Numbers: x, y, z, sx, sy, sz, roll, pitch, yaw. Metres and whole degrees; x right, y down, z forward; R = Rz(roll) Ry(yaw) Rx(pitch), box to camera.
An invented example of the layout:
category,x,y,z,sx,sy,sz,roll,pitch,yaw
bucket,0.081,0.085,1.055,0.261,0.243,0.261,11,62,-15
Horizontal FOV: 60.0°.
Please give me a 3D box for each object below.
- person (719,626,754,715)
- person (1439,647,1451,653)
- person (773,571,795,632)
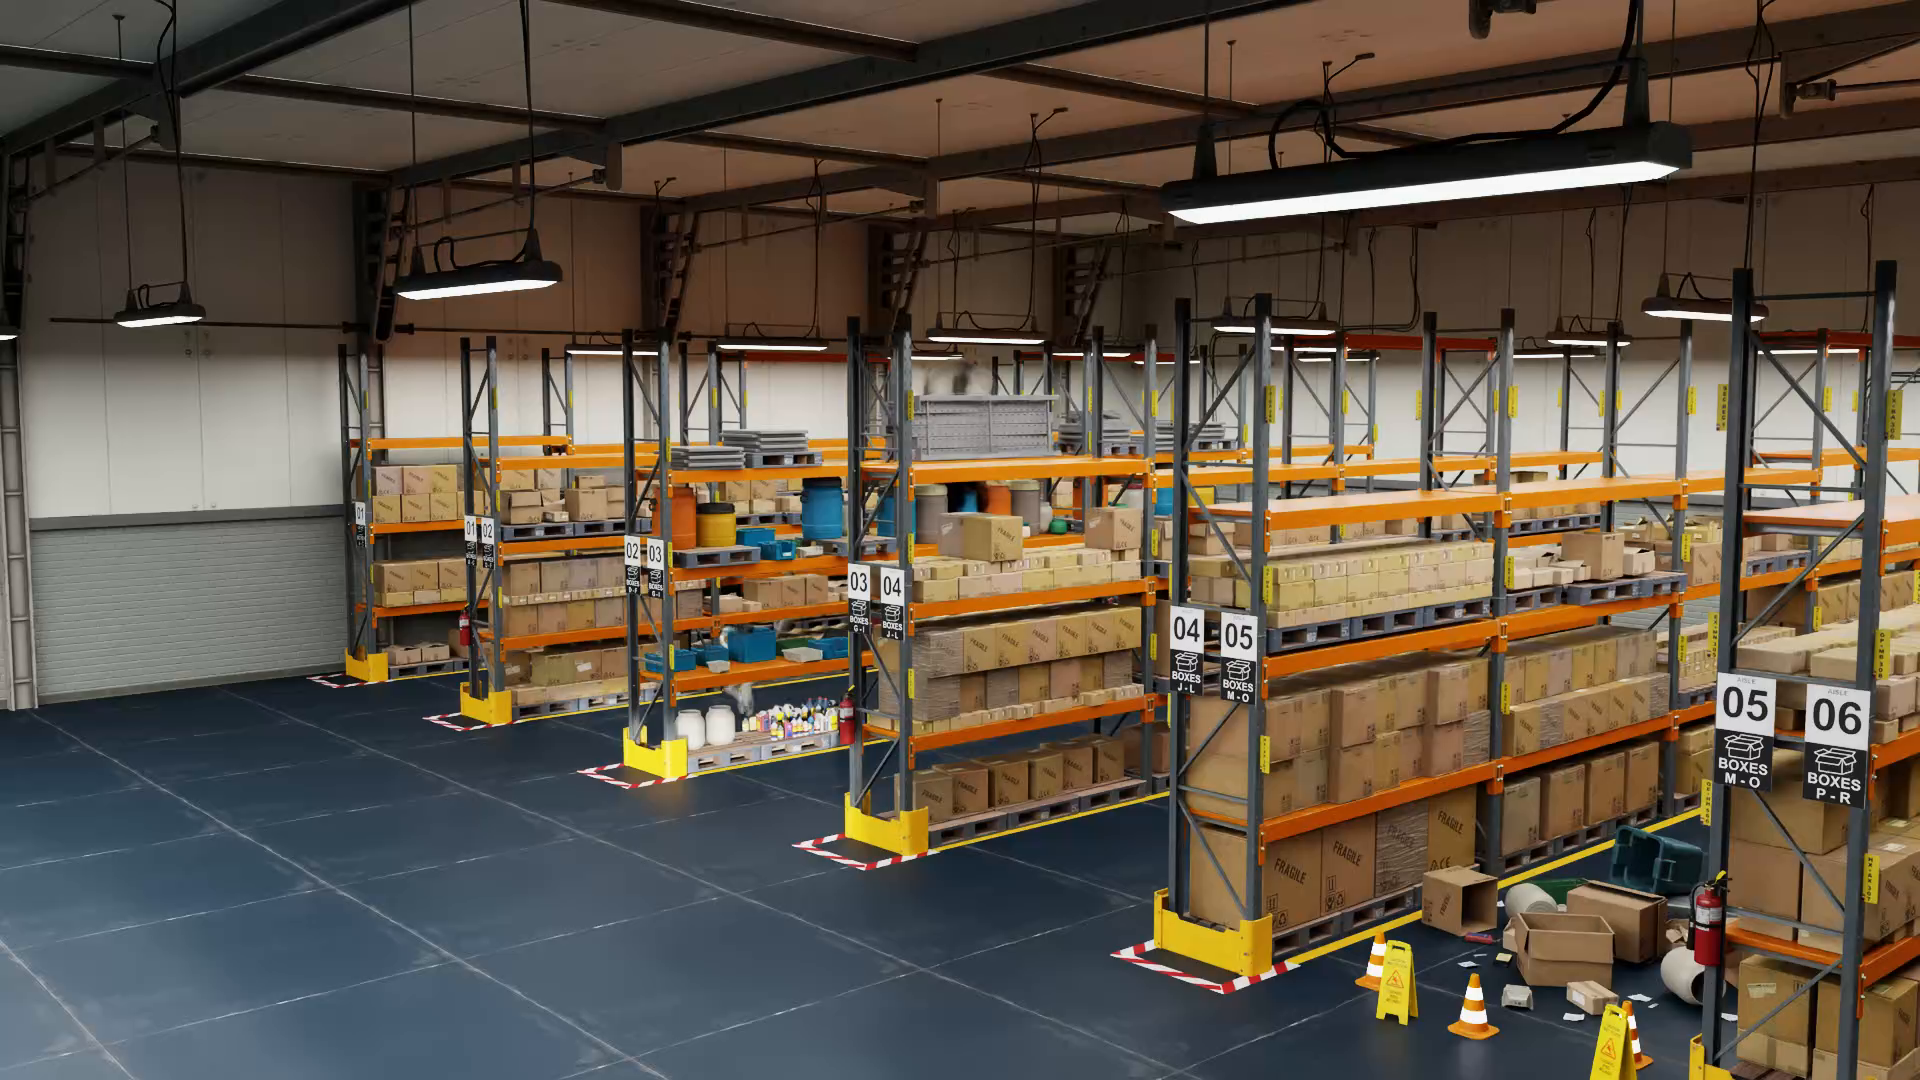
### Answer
category,x,y,z,sx,sy,sz,roll,pitch,yaw
person,-3.563,2.065,26.304,0.636,1.497,0.863,2,6,24
person,6.887,2.282,23.596,0.592,1.576,0.663,4,7,40
person,-3.363,1.422,32.067,0.674,1.740,0.727,5,7,44
